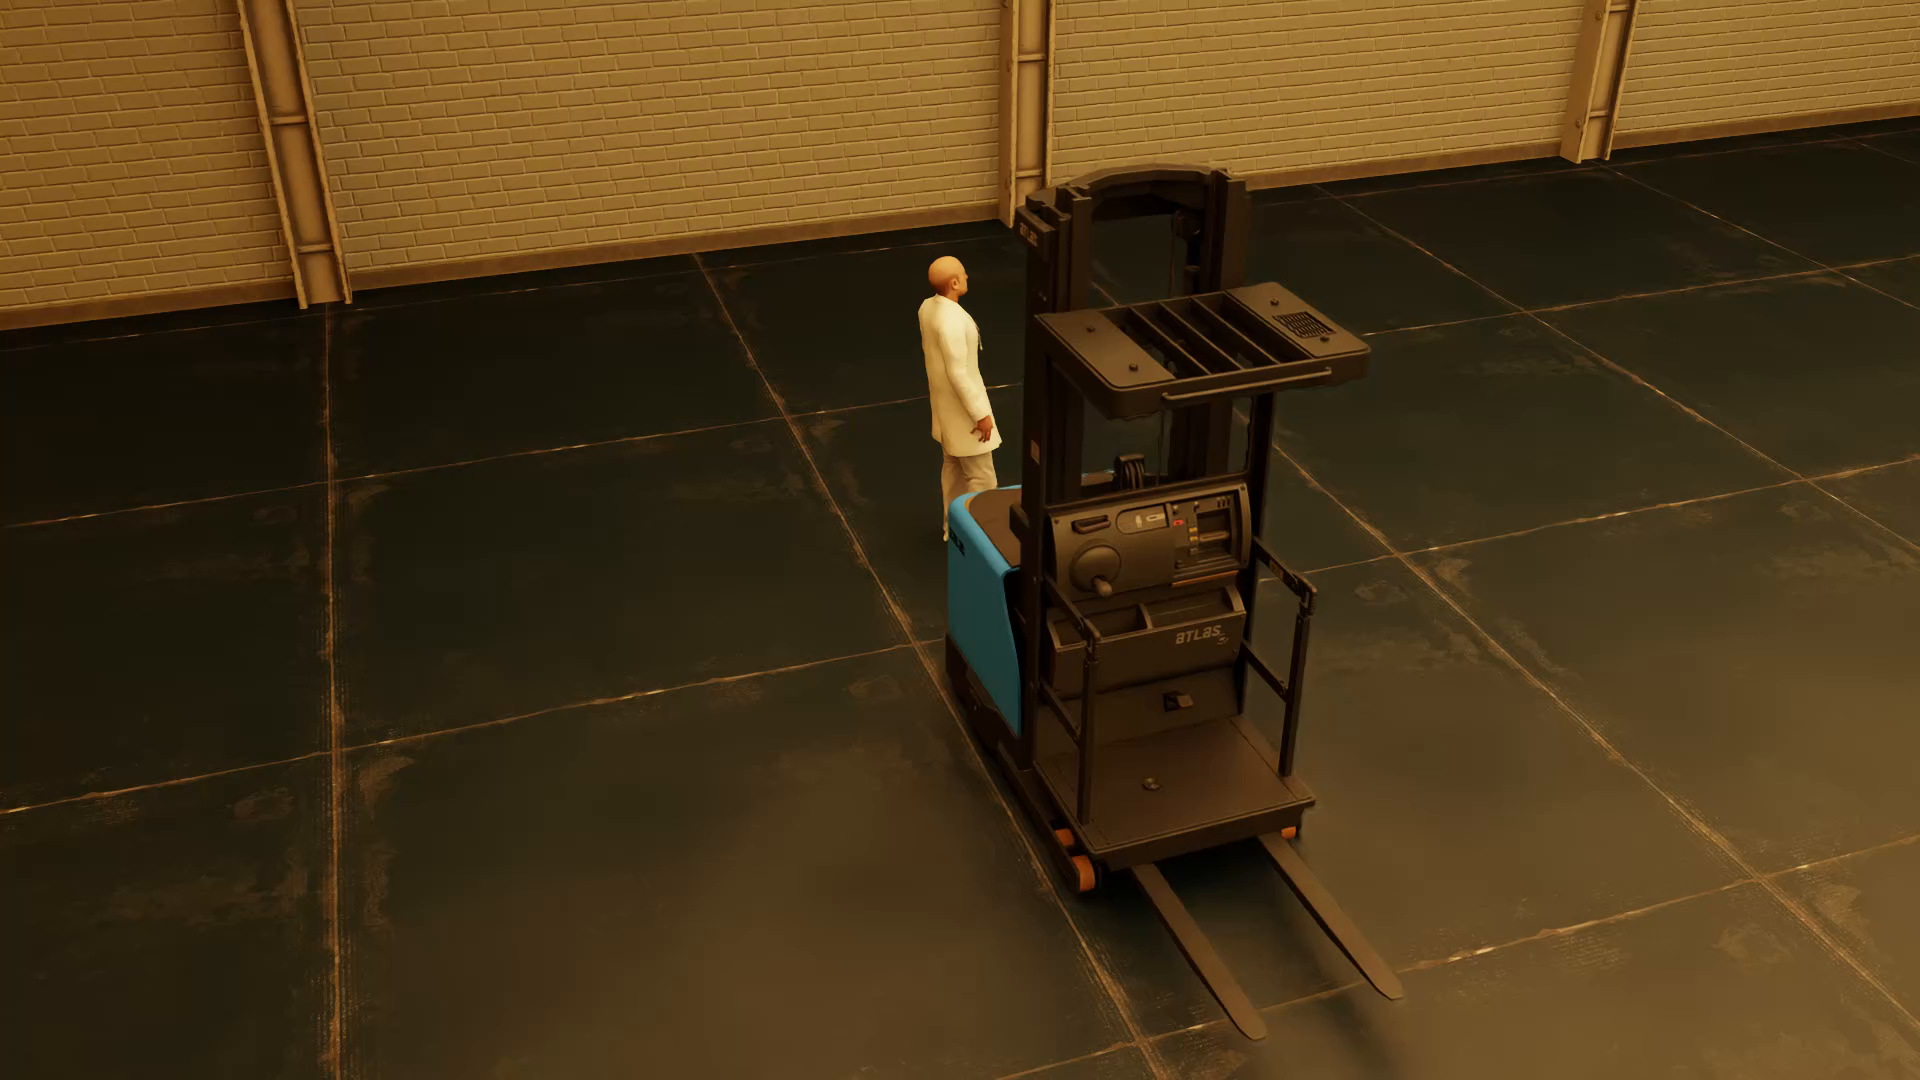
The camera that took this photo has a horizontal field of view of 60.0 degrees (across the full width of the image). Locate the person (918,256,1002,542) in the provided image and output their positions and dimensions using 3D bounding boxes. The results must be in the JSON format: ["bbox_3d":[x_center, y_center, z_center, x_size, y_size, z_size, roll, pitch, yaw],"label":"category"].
[{"bbox_3d":[0.088,-0.790,9.601,0.578,1.777,0.698,-10,31,-16],"label":"person"}]

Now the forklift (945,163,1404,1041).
[{"bbox_3d":[0.905,0.050,7.001,1.130,2.935,3.031,-10,31,-17],"label":"forklift"}]
